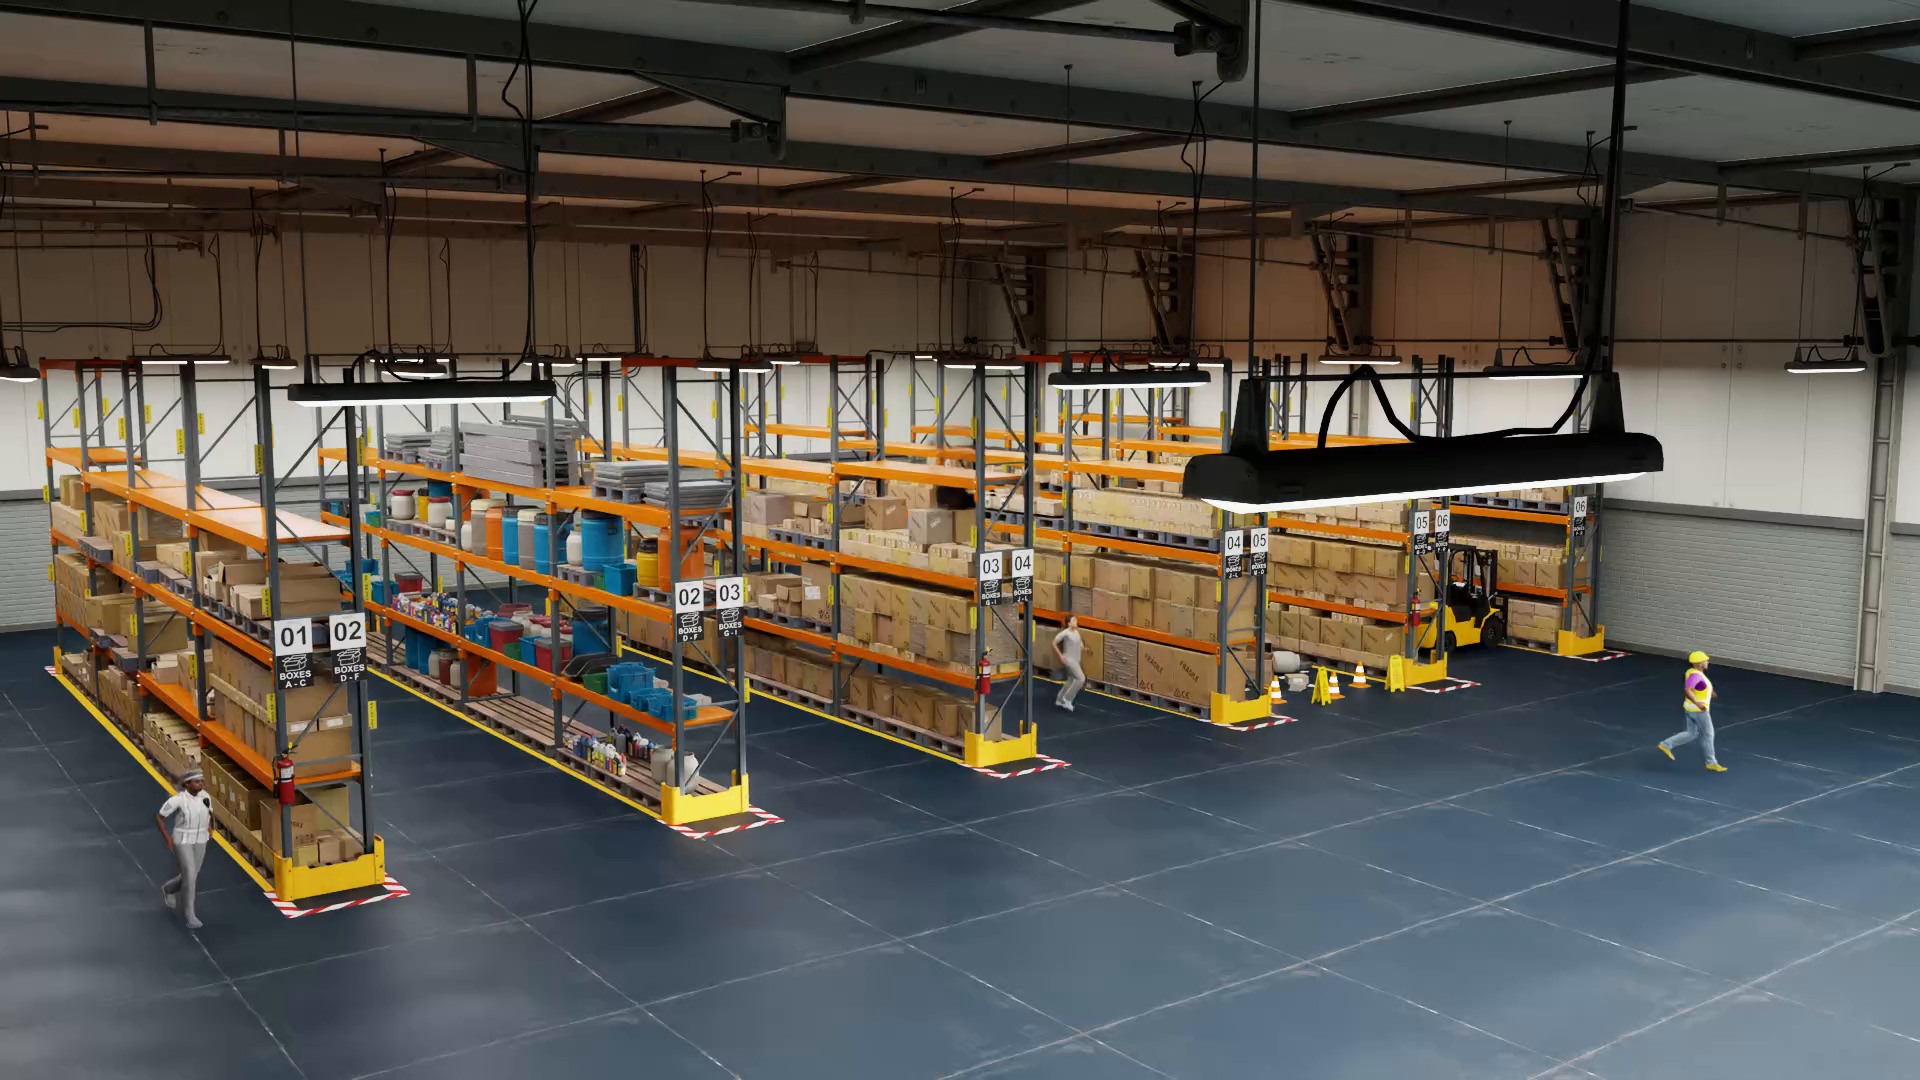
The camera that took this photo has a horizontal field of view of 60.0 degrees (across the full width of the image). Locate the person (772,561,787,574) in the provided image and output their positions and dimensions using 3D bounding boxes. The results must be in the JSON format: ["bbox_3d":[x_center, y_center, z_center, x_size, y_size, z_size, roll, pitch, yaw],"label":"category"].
[{"bbox_3d":[-4.646,0.422,42.289,1.122,1.647,0.755,3,7,23],"label":"person"}]

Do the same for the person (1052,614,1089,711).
[{"bbox_3d":[1.918,2.090,28.445,0.670,1.659,0.537,4,8,33],"label":"person"}]

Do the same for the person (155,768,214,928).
[{"bbox_3d":[-8.482,3.334,18.287,0.829,1.686,0.617,4,8,32],"label":"person"}]

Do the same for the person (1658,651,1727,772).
[{"bbox_3d":[10.840,2.516,24.517,0.968,1.773,0.700,1,7,10],"label":"person"}]

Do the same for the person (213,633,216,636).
[{"bbox_3d":[-13.731,1.721,31.305,0.631,1.726,0.653,6,9,41],"label":"person"}]
